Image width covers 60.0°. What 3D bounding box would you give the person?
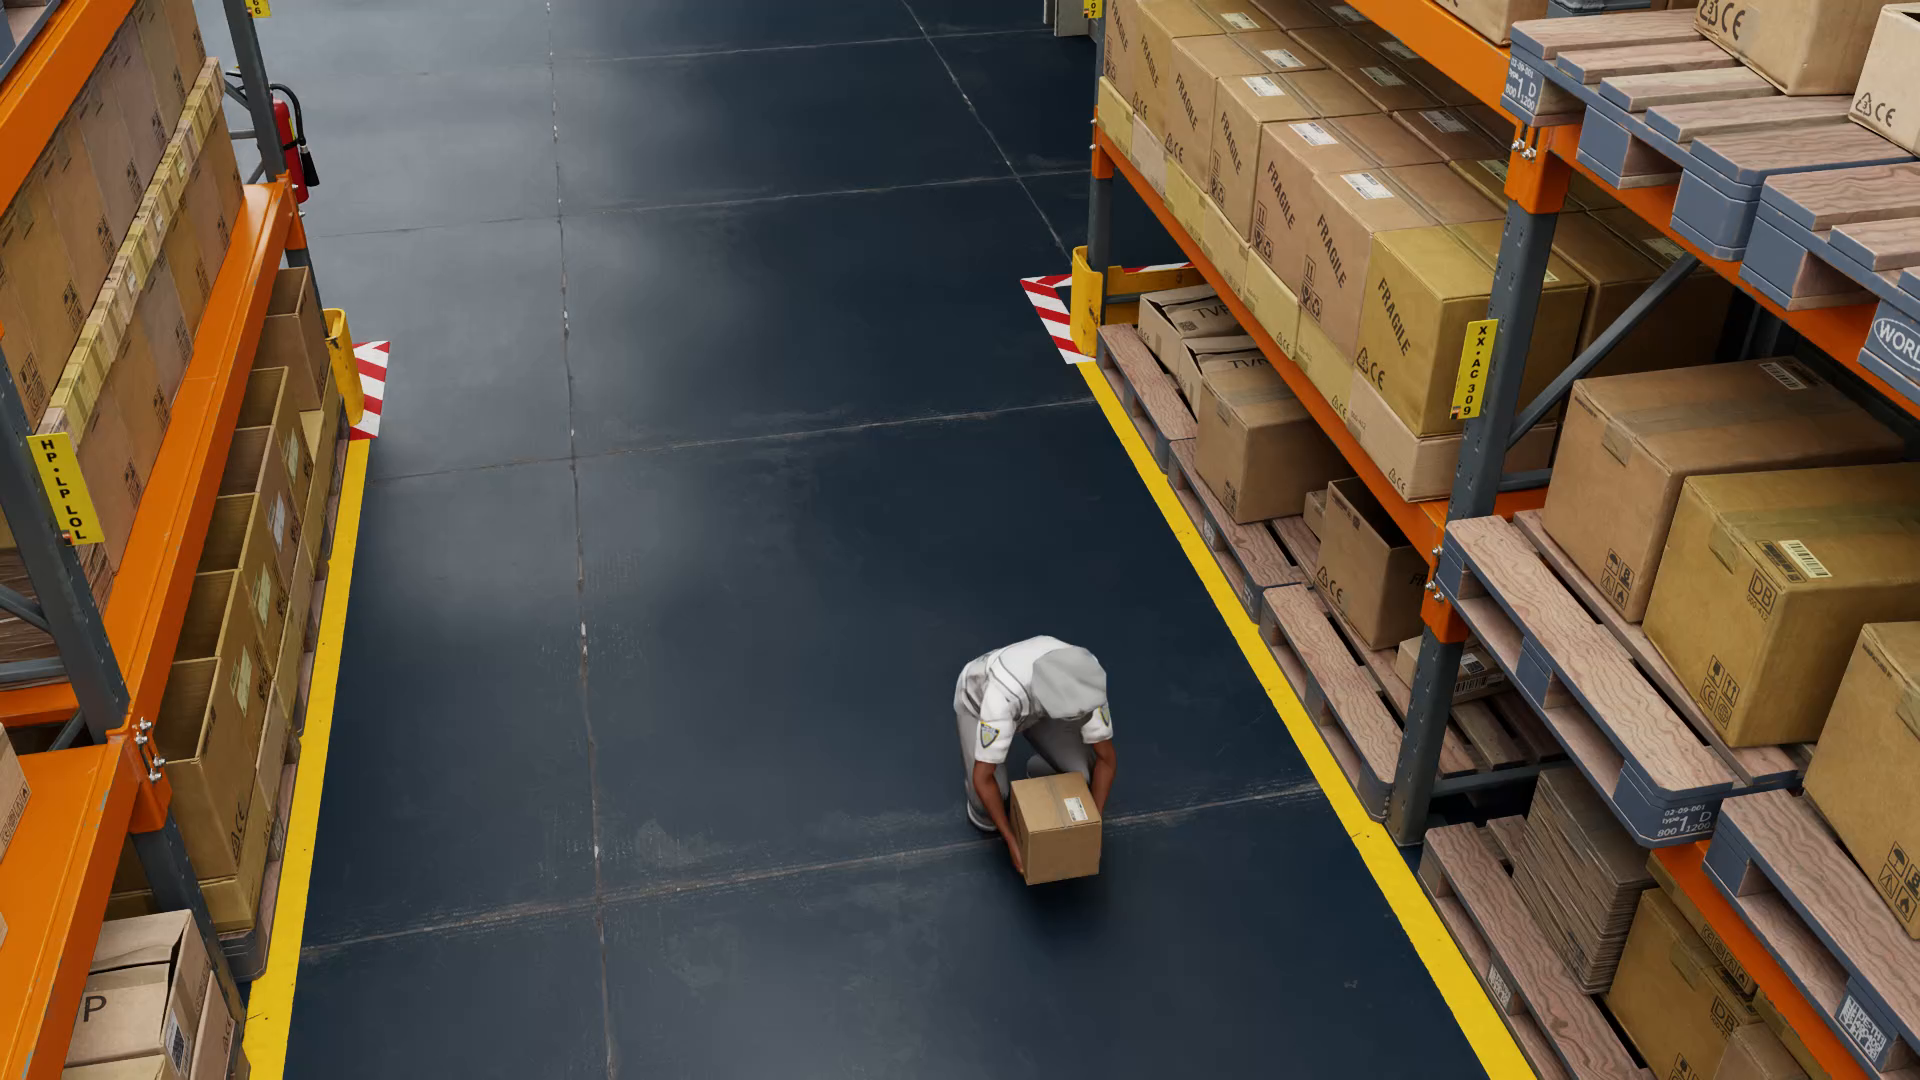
[{"bbox_3d":[0.253,0.665,5.821,0.508,0.948,0.843,-7,35,-10],"label":"person"}]
